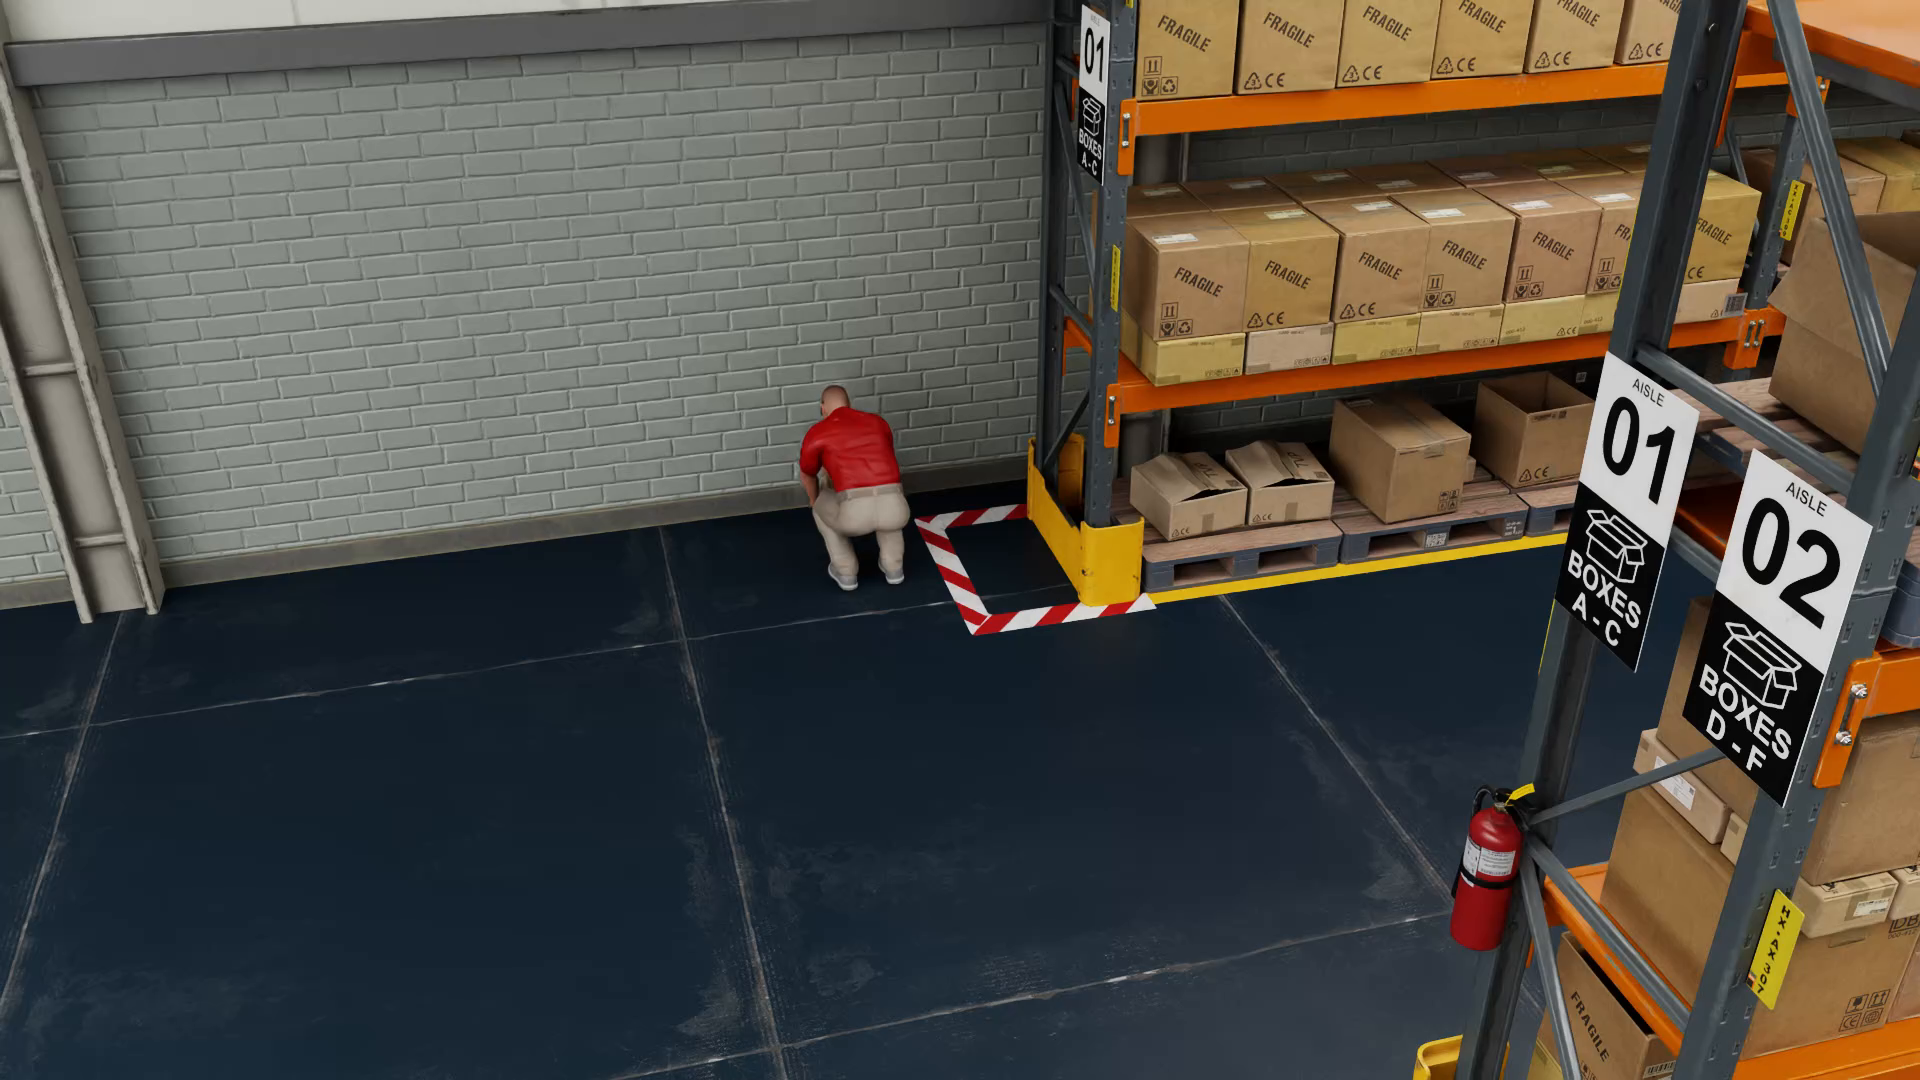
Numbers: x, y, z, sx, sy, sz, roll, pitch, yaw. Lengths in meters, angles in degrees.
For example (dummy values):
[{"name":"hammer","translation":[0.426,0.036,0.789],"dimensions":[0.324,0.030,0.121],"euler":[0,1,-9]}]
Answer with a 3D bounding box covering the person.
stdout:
[{"name":"person","translation":[-0.599,-0.289,9.460],"dimensions":[0.571,1.029,0.869],"euler":[-8,31,-13]}]
